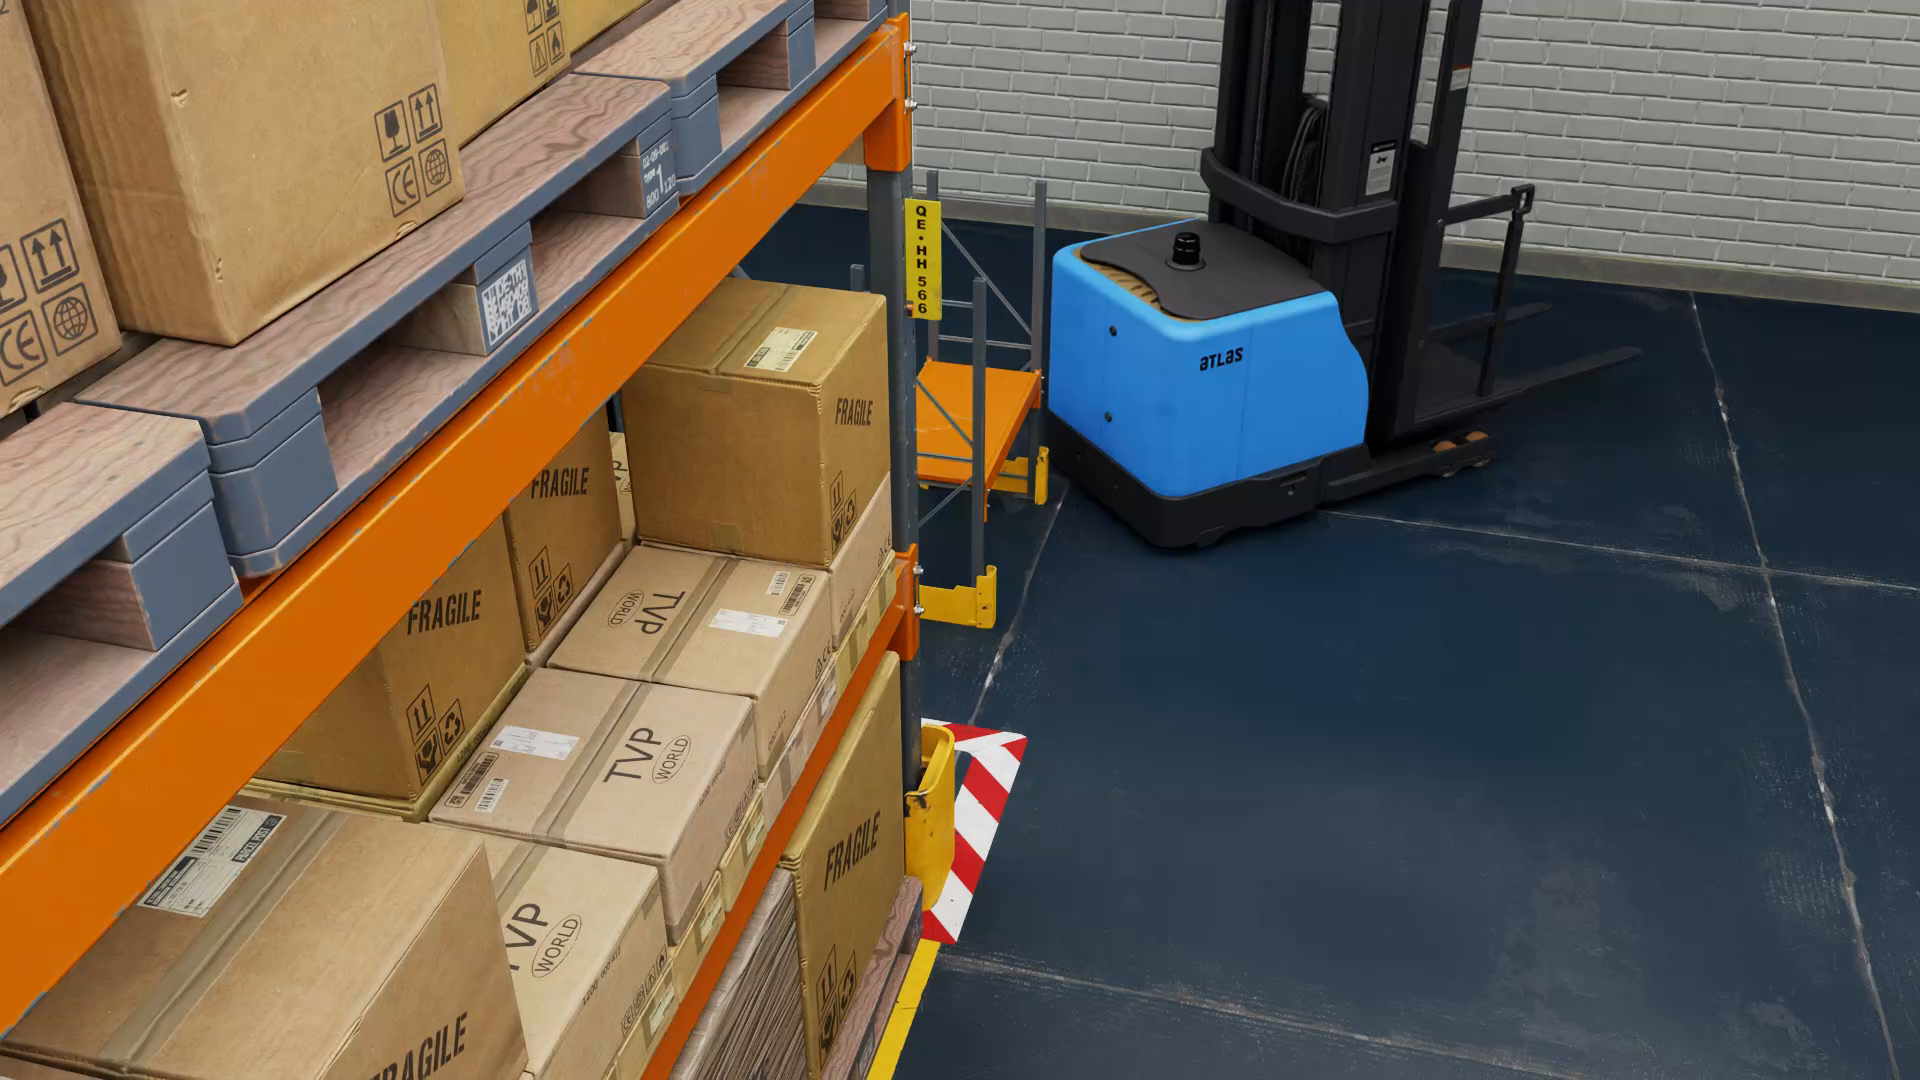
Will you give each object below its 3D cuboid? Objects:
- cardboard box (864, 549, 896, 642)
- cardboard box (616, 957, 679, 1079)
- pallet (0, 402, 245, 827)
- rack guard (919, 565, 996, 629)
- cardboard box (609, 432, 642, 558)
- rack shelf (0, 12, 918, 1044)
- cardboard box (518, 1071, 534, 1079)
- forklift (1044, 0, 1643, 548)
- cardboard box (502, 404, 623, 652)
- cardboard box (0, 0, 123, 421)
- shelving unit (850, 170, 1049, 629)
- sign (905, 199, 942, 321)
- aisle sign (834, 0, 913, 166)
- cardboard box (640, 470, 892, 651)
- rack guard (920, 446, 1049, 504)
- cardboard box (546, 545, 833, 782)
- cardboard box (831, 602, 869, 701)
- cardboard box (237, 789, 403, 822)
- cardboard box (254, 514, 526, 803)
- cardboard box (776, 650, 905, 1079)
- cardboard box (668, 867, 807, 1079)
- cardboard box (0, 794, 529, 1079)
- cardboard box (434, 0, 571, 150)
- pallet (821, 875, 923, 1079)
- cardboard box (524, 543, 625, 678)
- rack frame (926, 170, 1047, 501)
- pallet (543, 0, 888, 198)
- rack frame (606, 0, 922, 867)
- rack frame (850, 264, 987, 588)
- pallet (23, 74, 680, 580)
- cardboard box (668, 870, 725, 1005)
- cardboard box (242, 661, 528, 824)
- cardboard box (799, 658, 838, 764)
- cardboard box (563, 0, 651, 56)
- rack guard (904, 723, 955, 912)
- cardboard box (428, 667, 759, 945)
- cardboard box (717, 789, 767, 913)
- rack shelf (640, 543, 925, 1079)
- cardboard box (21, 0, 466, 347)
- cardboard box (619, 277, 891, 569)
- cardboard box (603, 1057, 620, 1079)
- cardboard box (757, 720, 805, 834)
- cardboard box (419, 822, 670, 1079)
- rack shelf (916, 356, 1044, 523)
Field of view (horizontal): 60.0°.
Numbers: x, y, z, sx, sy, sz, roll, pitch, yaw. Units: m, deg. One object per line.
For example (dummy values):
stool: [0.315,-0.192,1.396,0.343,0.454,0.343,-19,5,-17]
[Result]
cardboard box: [-0.390,0.123,4.495,0.380,0.149,0.250,9,33,13]
cardboard box: [-0.779,0.916,3.247,0.380,0.149,0.250,9,33,13]
pallet: [-1.416,0.211,1.408,1.003,0.211,1.213,8,33,12]
rack guard: [-0.146,0.193,6.714,0.587,0.250,0.087,8,33,12]
cardboard box: [-1.002,-0.063,4.415,0.500,0.250,0.500,7,33,11]
rack shelf: [-1.126,-0.137,2.544,1.077,0.370,4.000,8,33,12]
cardboard box: [-1.004,1.066,2.640,0.500,0.250,0.500,9,33,14]
forklift: [1.932,-1.760,7.286,3.031,2.935,1.130,-16,36,-24]
cardboard box: [-1.128,-0.120,3.806,0.500,0.500,0.500,7,33,11]
cardboard box: [-1.352,-0.357,1.642,0.700,0.500,0.500,10,34,15]
shelving unit: [-0.019,-0.593,6.785,0.587,1.500,1.083,8,33,12]
sign: [-0.097,-0.720,4.287,0.100,0.325,0.005,8,33,12]
aisle sign: [-0.310,-1.306,4.086,0.394,0.787,0.004,8,33,12]
cardboard box: [-0.485,0.013,4.297,0.500,0.250,0.500,7,33,12]
rack guard: [0.107,-0.324,7.527,0.587,0.250,0.087,8,33,12]
cardboard box: [-0.614,0.276,3.883,0.500,0.250,0.500,7,33,12]
cardboard box: [-0.455,0.258,4.282,0.380,0.149,0.250,8,33,13]
cardboard box: [-1.385,0.740,3.153,0.500,0.250,0.500,7,33,11]
cardboard box: [-1.254,0.150,3.382,0.500,0.500,0.500,7,33,11]
cardboard box: [-0.704,0.850,4.707,0.875,0.875,0.875,8,33,12]
cardboard box: [-0.935,1.322,3.964,0.875,0.875,0.875,8,33,12]
cardboard box: [-1.005,0.745,2.445,0.500,0.500,0.500,7,33,11]
cardboard box: [-1.042,-0.913,2.516,0.700,0.500,0.500,6,33,9]
pallet: [-0.746,1.390,4.867,1.003,0.211,1.213,8,33,12]
cardboard box: [-1.127,0.208,3.989,0.500,0.250,0.500,8,33,12]
rack frame: [0.107,-0.852,7.193,0.500,1.500,0.032,8,33,12]
pallet: [-0.797,-1.055,3.400,1.003,0.211,1.213,8,33,12]
rack frame: [-0.619,-0.213,4.789,1.000,3.000,0.127,8,33,12]
rack frame: [-0.151,-0.325,6.363,0.500,1.500,0.032,8,33,12]
pallet: [-1.104,-0.420,2.401,1.003,0.211,1.213,8,33,12]
cardboard box: [-0.714,0.788,3.449,0.380,0.149,0.250,8,33,13]
cardboard box: [-1.258,0.468,3.580,0.500,0.250,0.500,7,33,11]
cardboard box: [-0.520,0.389,4.077,0.380,0.149,0.250,8,33,12]
cardboard box: [-0.958,-1.188,2.948,0.700,0.500,0.500,7,33,11]
rack guard: [-0.613,0.830,5.479,1.175,0.500,0.348,8,33,12]
cardboard box: [-0.743,0.540,3.467,0.500,0.250,0.500,7,33,11]
cardboard box: [-0.648,0.653,3.661,0.380,0.149,0.250,7,33,11]
rack shelf: [-1.126,1.129,3.349,1.077,0.370,4.000,8,33,12]
cardboard box: [-1.082,-0.609,2.039,0.700,0.500,0.500,9,34,14]
cardboard box: [-0.488,-0.303,4.094,0.500,0.500,0.500,8,33,13]
cardboard box: [-0.843,1.052,3.034,0.380,0.149,0.250,7,33,11]
cardboard box: [-0.584,0.518,3.873,0.380,0.149,0.250,9,33,13]
cardboard box: [-0.871,0.811,3.041,0.500,0.250,0.500,8,33,12]
rack shelf: [-0.022,-0.437,6.874,0.538,0.185,1.000,8,33,12]
